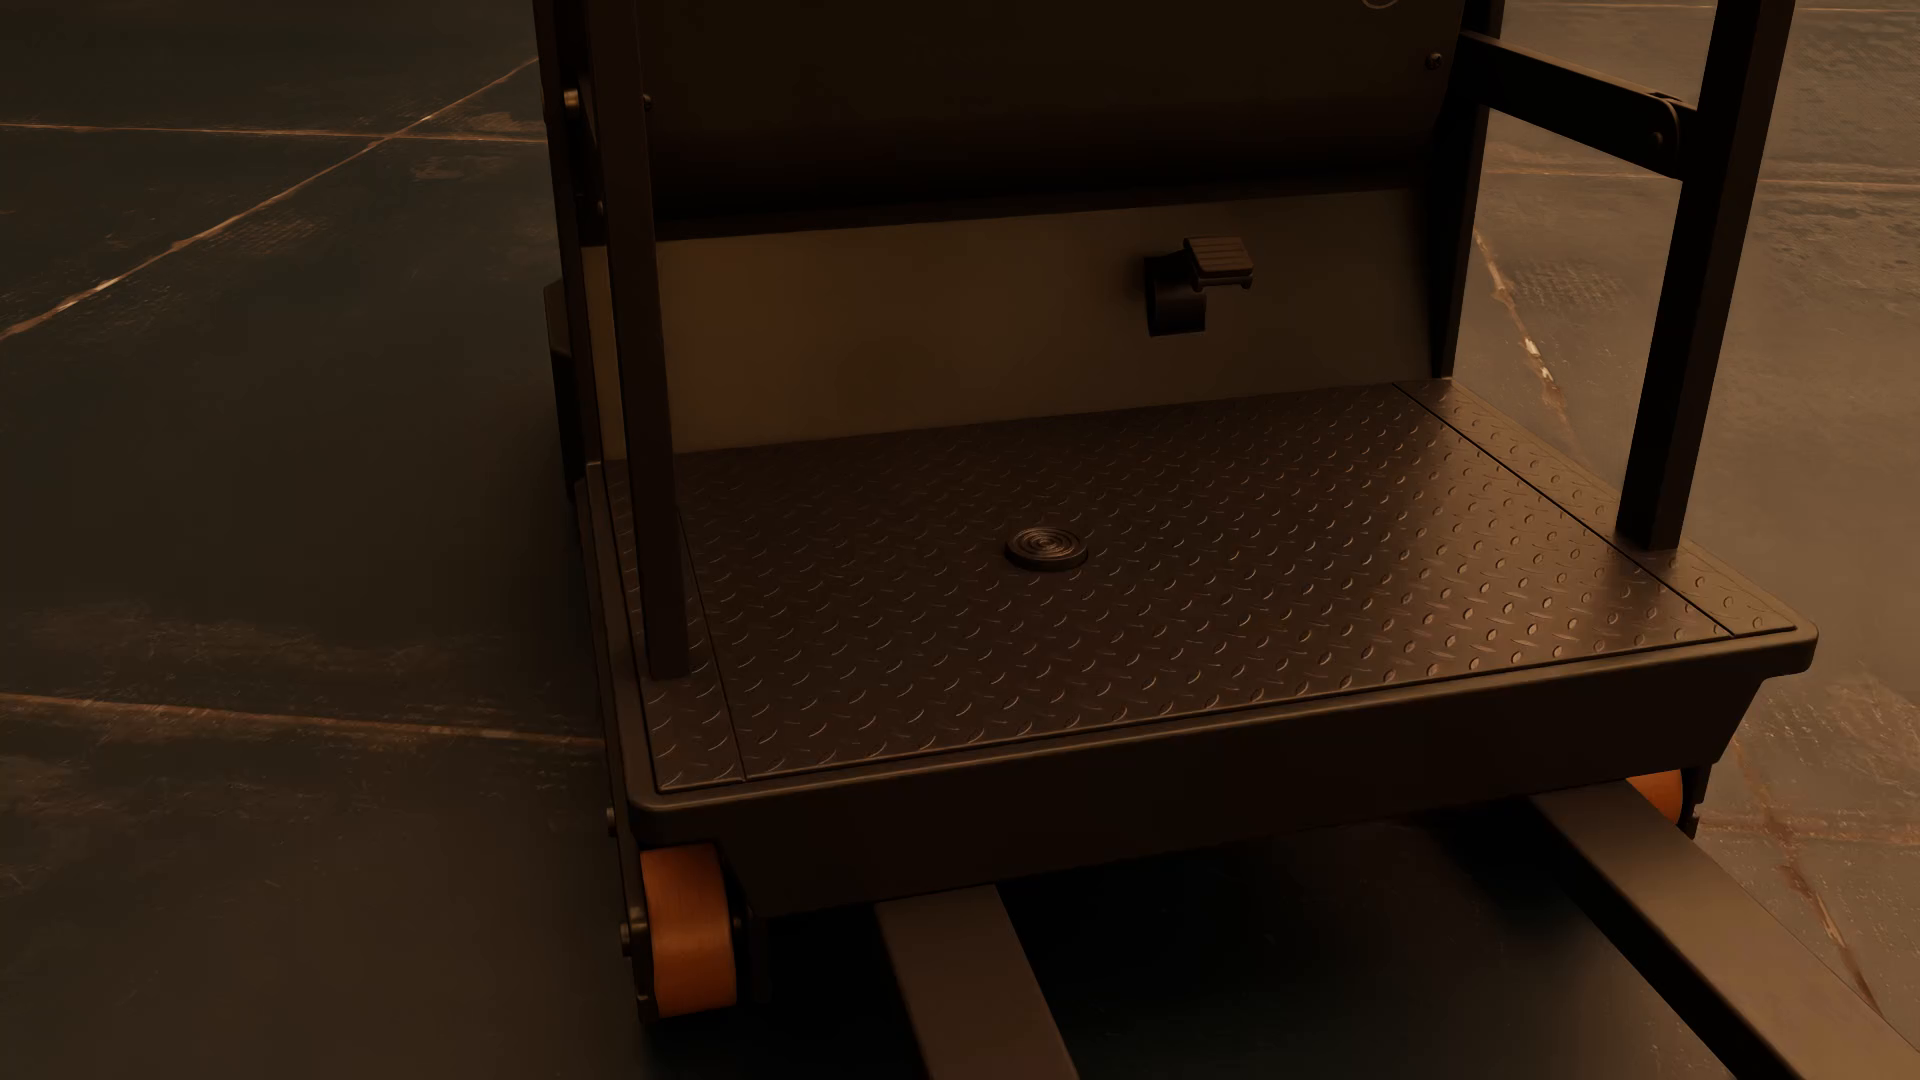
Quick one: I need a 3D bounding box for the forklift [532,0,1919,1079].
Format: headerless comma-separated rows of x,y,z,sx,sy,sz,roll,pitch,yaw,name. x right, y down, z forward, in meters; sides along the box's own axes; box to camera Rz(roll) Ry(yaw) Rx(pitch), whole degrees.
0.153,-1.049,1.319,1.130,2.935,3.031,-7,27,-13,forklift
